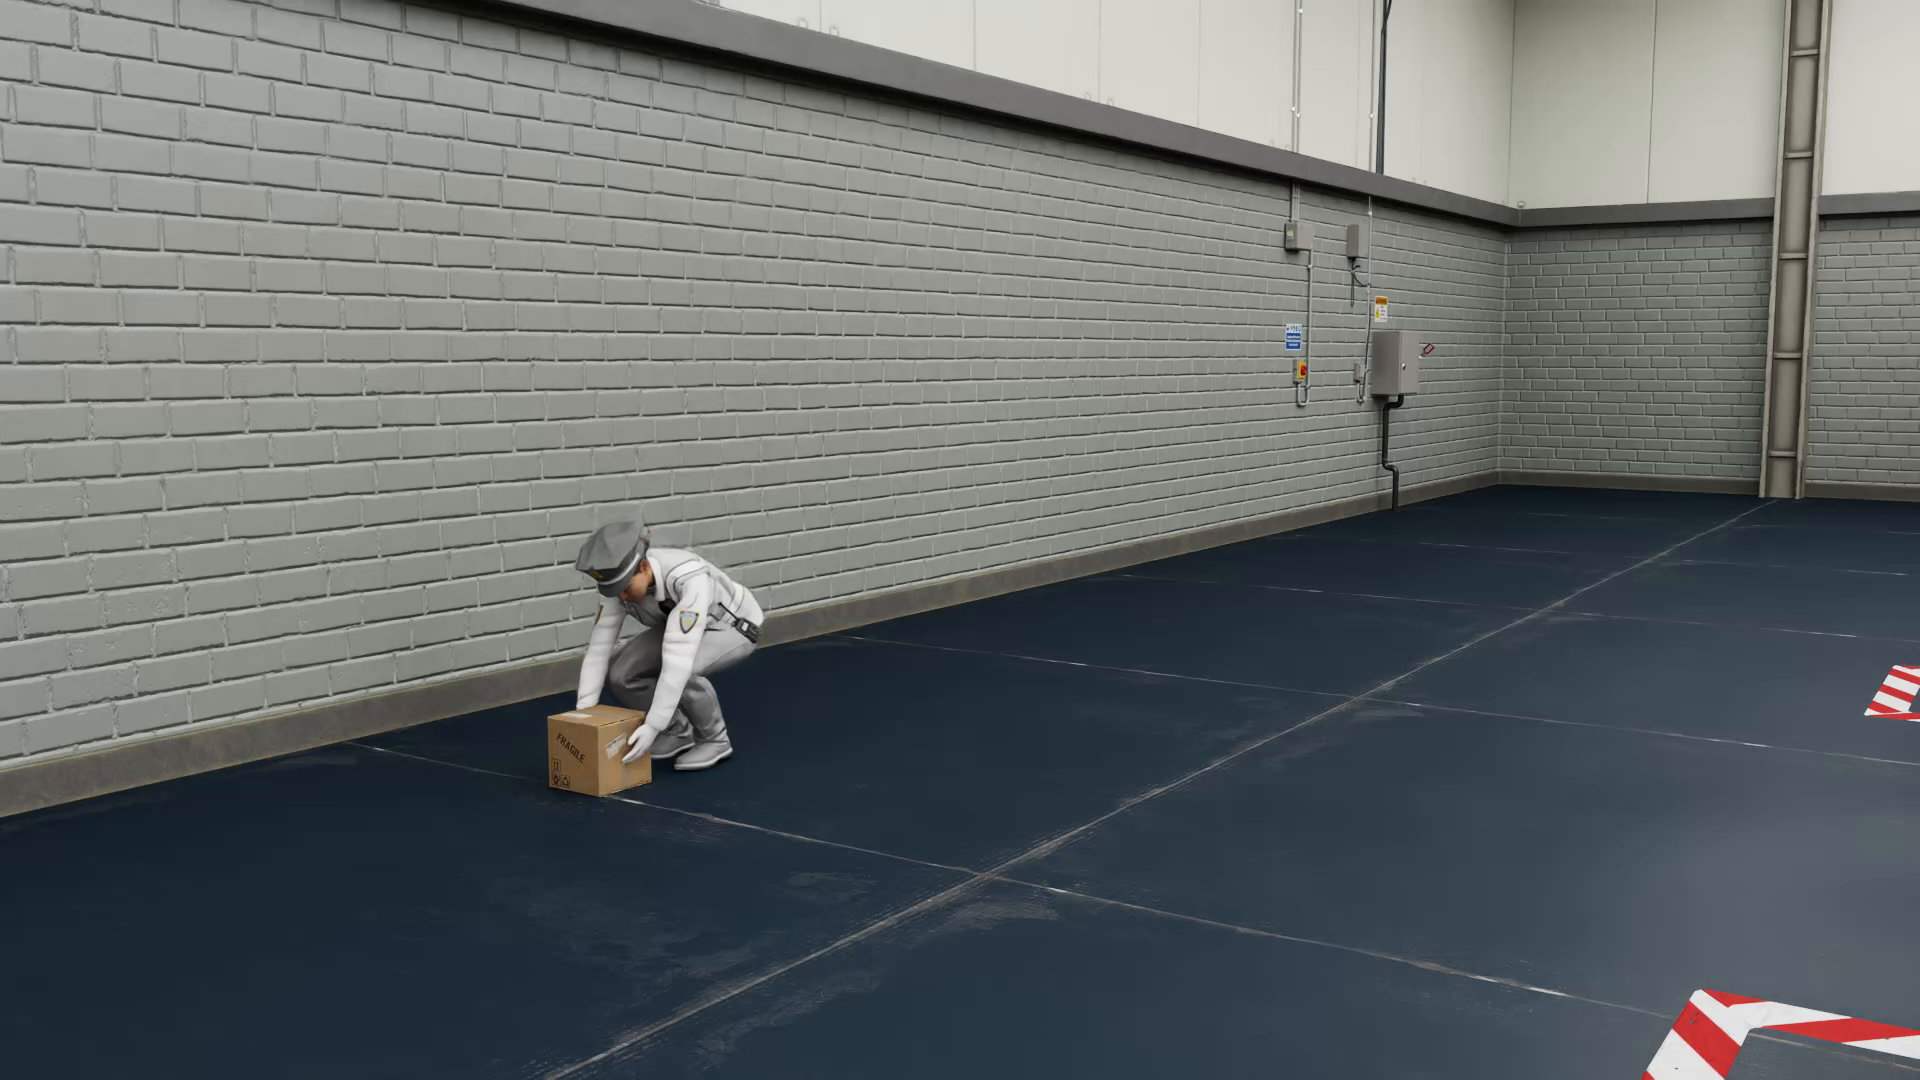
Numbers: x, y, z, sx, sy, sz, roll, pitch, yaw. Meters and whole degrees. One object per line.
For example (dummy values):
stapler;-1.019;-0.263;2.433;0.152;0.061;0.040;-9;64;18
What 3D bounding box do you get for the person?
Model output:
person;-1.055;0.371;6.034;0.489;0.928;0.852;4;8;33
